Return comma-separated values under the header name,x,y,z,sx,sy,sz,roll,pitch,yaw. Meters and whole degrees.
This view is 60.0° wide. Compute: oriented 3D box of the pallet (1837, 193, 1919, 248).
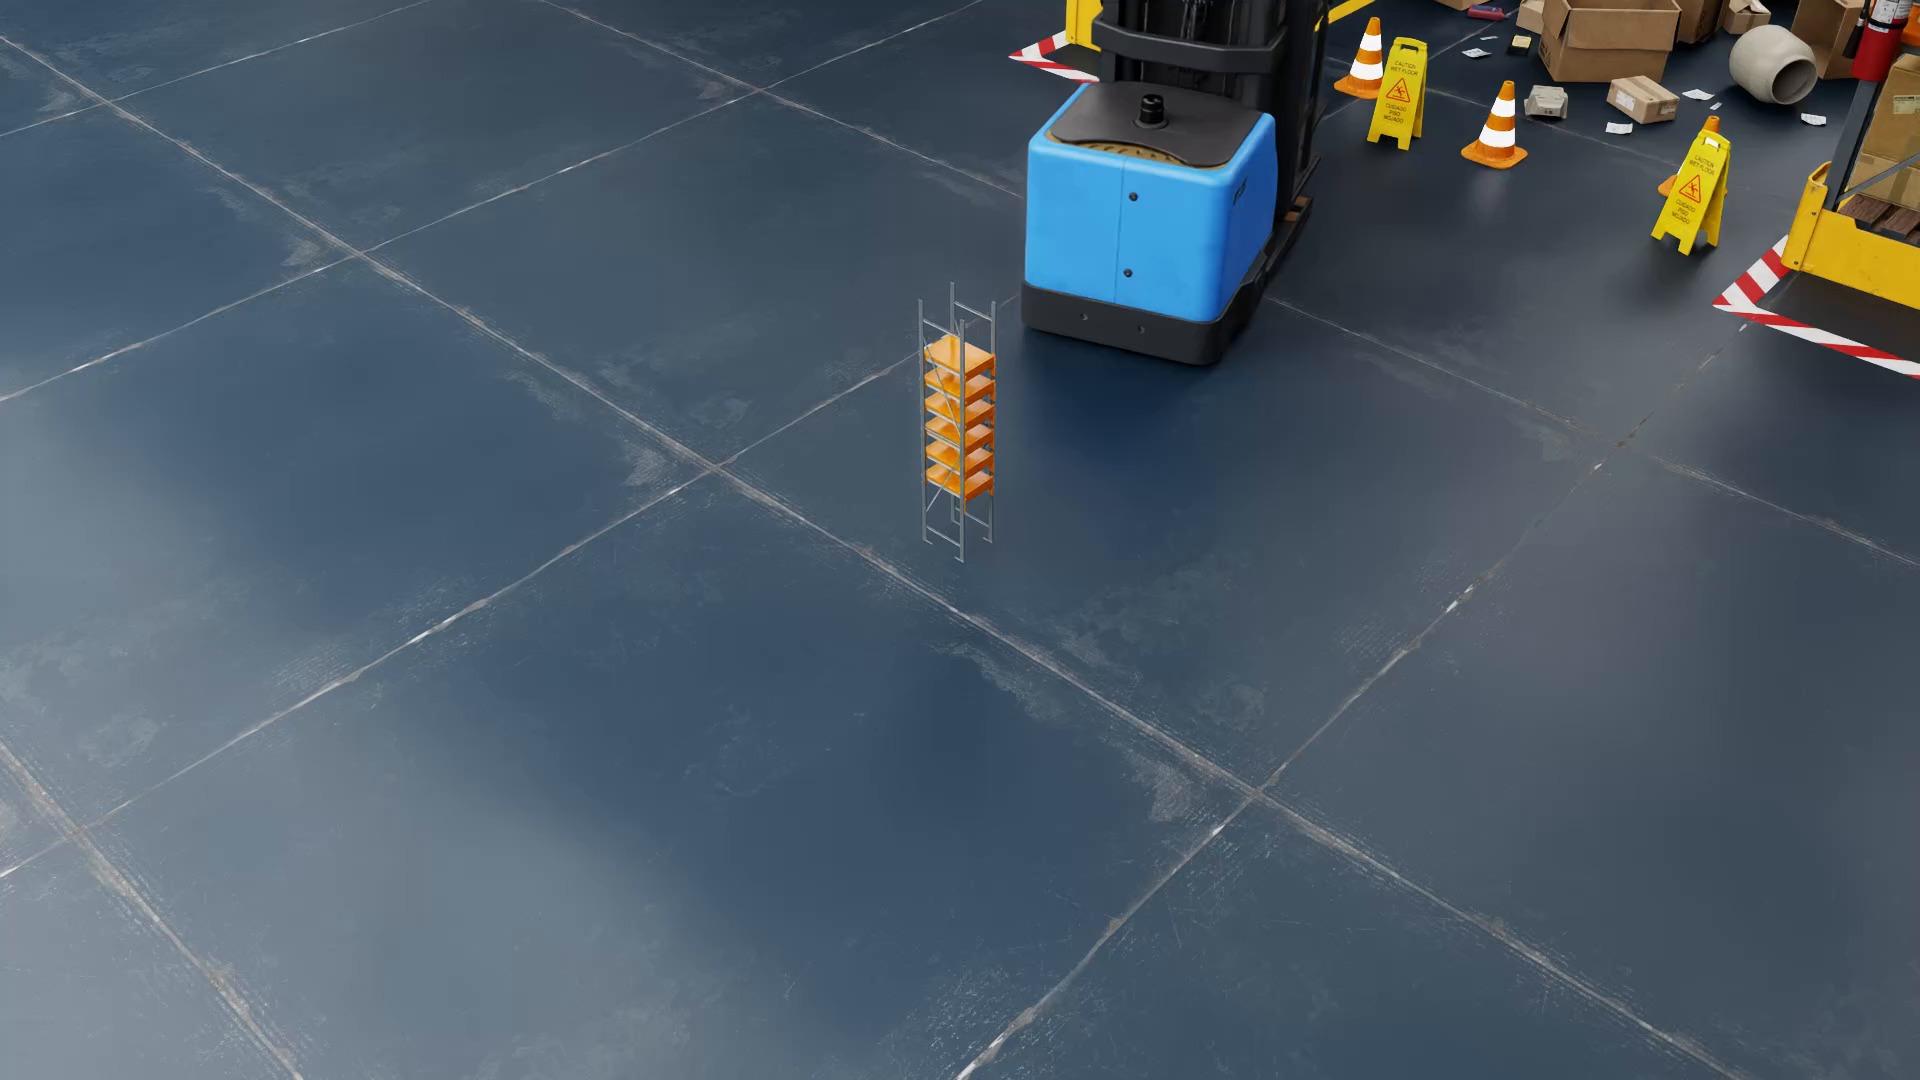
name,x,y,z,sx,sy,sz,roll,pitch,yaw
pallet,5.622,-1.799,9.343,1.003,0.211,1.213,30,47,32

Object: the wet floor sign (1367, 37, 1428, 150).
name,x,y,z,sx,sy,sz,roll,pitch,yaw
wet floor sign,2.717,-2.763,10.206,0.267,0.644,0.232,22,43,25

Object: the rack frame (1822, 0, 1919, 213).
name,x,y,z,sx,sy,sz,roll,pitch,yaw
rack frame,4.997,-2.497,7.980,1.000,3.000,0.127,30,47,32

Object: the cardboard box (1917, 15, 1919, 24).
name,x,y,z,sx,sy,sz,roll,pitch,yaw
cardboard box,5.091,-2.660,8.388,0.380,0.149,0.250,31,48,33

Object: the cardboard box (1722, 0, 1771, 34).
name,x,y,z,sx,sy,sz,roll,pitch,yaw
cardboard box,5.562,-3.792,11.805,0.258,0.266,0.396,2,39,2

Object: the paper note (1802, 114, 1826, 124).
name,x,y,z,sx,sy,sz,roll,pitch,yaw
paper note,5.448,-2.689,10.607,0.142,0.019,0.148,14,41,17

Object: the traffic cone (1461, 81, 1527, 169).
name,x,y,z,sx,sy,sz,roll,pitch,yaw
traffic cone,3.286,-2.553,10.089,0.336,0.463,0.334,30,47,32

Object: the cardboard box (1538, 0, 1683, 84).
name,x,y,z,sx,sy,sz,roll,pitch,yaw
cardboard box,4.313,-3.390,11.109,0.797,0.503,0.637,2,39,2

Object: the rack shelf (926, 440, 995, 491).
name,x,y,z,sx,sy,sz,roll,pitch,yaw
rack shelf,-0.010,-0.334,6.971,0.258,0.103,0.180,30,47,32

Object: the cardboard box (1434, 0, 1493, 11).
name,x,y,z,sx,sy,sz,roll,pitch,yaw
cardboard box,3.684,-4.245,12.185,0.500,0.500,0.500,-26,45,-29

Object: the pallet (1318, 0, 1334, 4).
name,x,y,z,sx,sy,sz,roll,pitch,yaw
pallet,2.580,-4.396,12.609,1.003,0.211,1.213,30,47,32

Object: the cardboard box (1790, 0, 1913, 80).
name,x,y,z,sx,sy,sz,roll,pitch,yaw
cardboard box,5.968,-3.437,11.168,0.500,0.500,0.500,-5,39,-6

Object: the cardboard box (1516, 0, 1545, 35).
name,x,y,z,sx,sy,sz,roll,pitch,yaw
cardboard box,4.173,-3.734,11.732,0.258,0.266,0.396,-26,45,-29

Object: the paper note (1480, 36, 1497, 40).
name,x,y,z,sx,sy,sz,roll,pitch,yaw
paper note,3.713,-3.525,11.675,0.123,0.001,0.032,-11,40,-14

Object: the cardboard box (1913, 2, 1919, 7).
name,x,y,z,sx,sy,sz,roll,pitch,yaw
cardboard box,5.180,-2.823,8.593,0.380,0.149,0.250,29,47,31

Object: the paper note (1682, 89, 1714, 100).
name,x,y,z,sx,sy,sz,roll,pitch,yaw
paper note,4.849,-2.928,10.917,0.142,0.019,0.148,-18,42,-21

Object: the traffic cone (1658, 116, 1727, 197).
name,x,y,z,sx,sy,sz,roll,pitch,yaw
traffic cone,4.335,-2.243,9.700,0.336,0.463,0.334,30,47,32

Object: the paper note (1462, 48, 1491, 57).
name,x,y,z,sx,sy,sz,roll,pitch,yaw
paper note,3.558,-3.355,11.446,0.142,0.017,0.144,-18,42,-21

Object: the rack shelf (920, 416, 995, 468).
name,x,y,z,sx,sy,sz,roll,pitch,yaw
rack shelf,-0.010,-0.428,6.896,0.258,0.103,0.180,30,47,32

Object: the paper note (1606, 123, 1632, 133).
name,x,y,z,sx,sy,sz,roll,pitch,yaw
paper note,4.165,-2.605,10.502,0.148,0.019,0.142,14,41,17

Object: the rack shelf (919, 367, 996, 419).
name,x,y,z,sx,sy,sz,roll,pitch,yaw
rack shelf,-0.010,-0.616,6.746,0.258,0.103,0.180,30,47,32

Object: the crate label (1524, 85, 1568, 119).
name,x,y,z,sx,sy,sz,roll,pitch,yaw
crate label,3.771,-2.813,10.678,0.250,0.136,0.298,8,39,10

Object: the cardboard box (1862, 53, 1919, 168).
name,x,y,z,sx,sy,sz,roll,pitch,yaw
cardboard box,5.345,-2.356,9.073,0.500,0.500,0.500,30,47,32

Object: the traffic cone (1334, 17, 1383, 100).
name,x,y,z,sx,sy,sz,roll,pitch,yaw
traffic cone,2.681,-3.184,10.882,0.336,0.463,0.334,30,47,32

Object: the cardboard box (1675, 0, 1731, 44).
name,x,y,z,sx,sy,sz,roll,pitch,yaw
cardboard box,4.938,-3.876,11.611,0.797,0.637,0.503,30,47,32

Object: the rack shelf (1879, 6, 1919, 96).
name,x,y,z,sx,sy,sz,roll,pitch,yaw
rack shelf,6.346,-3.134,9.360,1.077,0.370,4.000,30,47,32

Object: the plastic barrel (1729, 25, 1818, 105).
name,x,y,z,sx,sy,sz,roll,pitch,yaw
plastic barrel,5.273,-3.073,10.775,0.421,0.421,0.512,-5,39,-6

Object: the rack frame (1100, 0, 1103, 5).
name,x,y,z,sx,sy,sz,roll,pitch,yaw
rack frame,1.275,-4.529,10.536,1.000,3.000,0.127,30,47,32

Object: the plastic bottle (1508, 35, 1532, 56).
name,x,y,z,sx,sy,sz,roll,pitch,yaw
plastic bottle,3.886,-3.440,11.527,0.133,0.061,0.283,14,41,17

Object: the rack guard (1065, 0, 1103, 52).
name,x,y,z,sx,sy,sz,roll,pitch,yaw
rack guard,1.259,-3.540,11.300,1.175,0.500,0.348,30,47,32

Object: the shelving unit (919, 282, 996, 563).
name,x,y,z,sx,sy,sz,roll,pitch,yaw
shelving unit,-0.010,-0.463,6.868,0.258,1.200,0.189,30,47,32

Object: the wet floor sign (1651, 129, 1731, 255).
name,x,y,z,sx,sy,sz,roll,pitch,yaw
wet floor sign,4.079,-1.938,9.168,0.232,0.644,0.267,-18,42,-21

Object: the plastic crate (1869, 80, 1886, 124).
name,x,y,z,sx,sy,sz,roll,pitch,yaw
plastic crate,6.031,-2.815,10.726,0.402,0.080,0.583,14,41,17

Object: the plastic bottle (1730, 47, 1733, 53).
name,x,y,z,sx,sy,sz,roll,pitch,yaw
plastic bottle,5.441,-3.379,11.451,0.283,0.061,0.133,-26,45,-29

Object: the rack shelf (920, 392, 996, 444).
name,x,y,z,sx,sy,sz,roll,pitch,yaw
rack shelf,-0.010,-0.522,6.821,0.258,0.103,0.180,30,47,32

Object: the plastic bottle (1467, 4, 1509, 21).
name,x,y,z,sx,sy,sz,roll,pitch,yaw
plastic bottle,3.809,-3.792,11.970,0.283,0.061,0.133,14,41,17

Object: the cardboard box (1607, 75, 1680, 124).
name,x,y,z,sx,sy,sz,roll,pitch,yaw
cardboard box,4.390,-2.831,10.691,0.250,0.149,0.380,-11,40,-14

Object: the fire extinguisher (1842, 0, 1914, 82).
name,x,y,z,sx,sy,sz,roll,pitch,yaw
fire extinguisher,4.580,-2.608,8.182,0.296,0.674,0.183,30,47,32

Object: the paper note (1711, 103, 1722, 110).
name,x,y,z,sx,sy,sz,roll,pitch,yaw
paper note,4.904,-2.813,10.780,0.032,0.001,0.123,30,47,32

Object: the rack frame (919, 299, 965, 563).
name,x,y,z,sx,sy,sz,roll,pitch,yaw
rack frame,-0.071,-0.421,6.815,0.240,1.200,0.006,30,47,32

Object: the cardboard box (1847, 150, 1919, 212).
name,x,y,z,sx,sy,sz,roll,pitch,yaw
cardboard box,5.360,-2.081,9.328,0.500,0.250,0.500,29,47,32

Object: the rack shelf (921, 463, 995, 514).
name,x,y,z,sx,sy,sz,roll,pitch,yaw
rack shelf,-0.010,-0.240,7.045,0.258,0.103,0.180,30,47,32

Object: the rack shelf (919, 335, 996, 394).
name,x,y,z,sx,sy,sz,roll,pitch,yaw
rack shelf,-0.010,-0.710,6.672,0.258,0.103,0.180,30,47,32

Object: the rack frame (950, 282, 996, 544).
name,x,y,z,sx,sy,sz,roll,pitch,yaw
rack frame,0.052,-0.505,6.921,0.240,1.200,0.006,30,47,32

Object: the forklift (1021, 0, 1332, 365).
name,x,y,z,sx,sy,sz,roll,pitch,yaw
forklift,1.368,-2.928,8.578,1.130,2.935,3.031,15,41,18

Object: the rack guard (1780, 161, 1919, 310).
name,x,y,z,sx,sy,sz,roll,pitch,yaw
rack guard,5.048,-1.554,8.802,1.175,0.500,0.348,30,47,32
